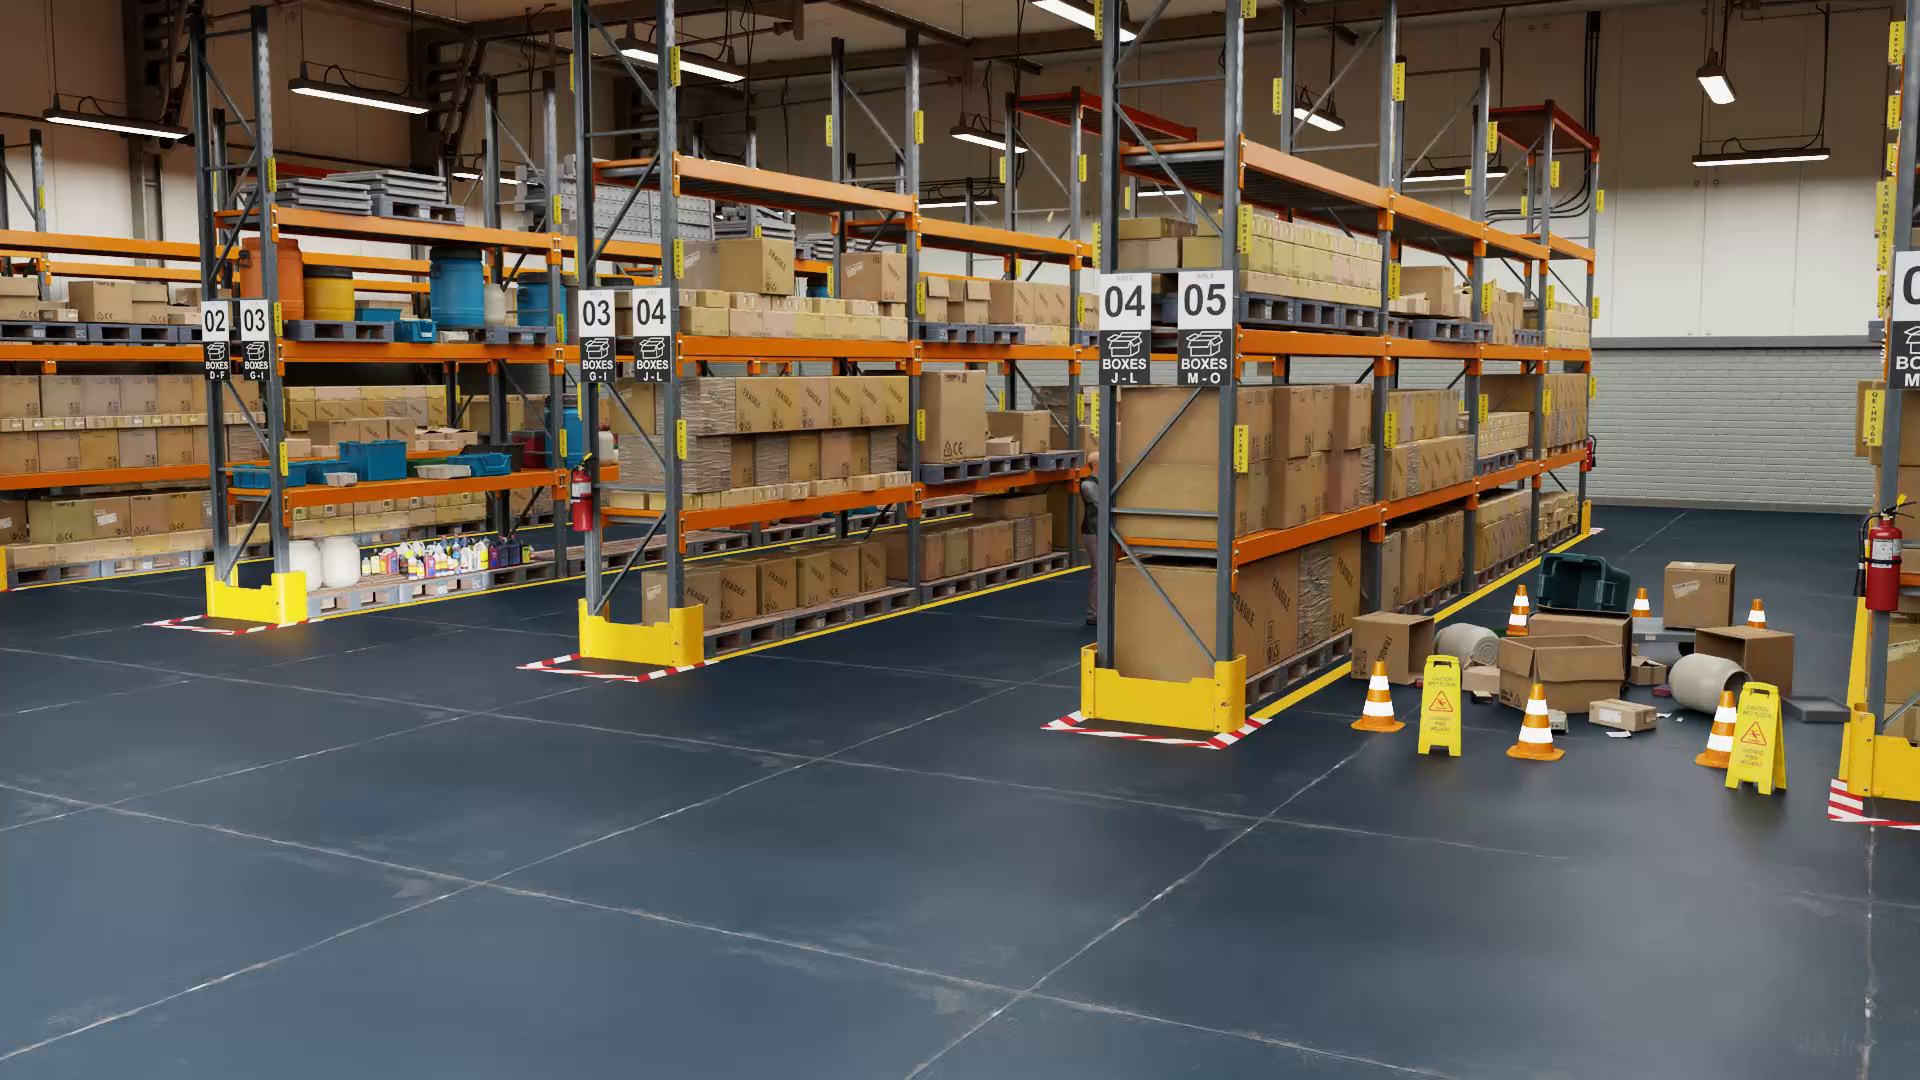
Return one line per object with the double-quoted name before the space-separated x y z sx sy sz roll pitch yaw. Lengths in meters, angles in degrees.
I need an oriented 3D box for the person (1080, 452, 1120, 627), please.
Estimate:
"person" 1.412 -0.028 16.510 0.415 1.722 0.589 3 7 26
